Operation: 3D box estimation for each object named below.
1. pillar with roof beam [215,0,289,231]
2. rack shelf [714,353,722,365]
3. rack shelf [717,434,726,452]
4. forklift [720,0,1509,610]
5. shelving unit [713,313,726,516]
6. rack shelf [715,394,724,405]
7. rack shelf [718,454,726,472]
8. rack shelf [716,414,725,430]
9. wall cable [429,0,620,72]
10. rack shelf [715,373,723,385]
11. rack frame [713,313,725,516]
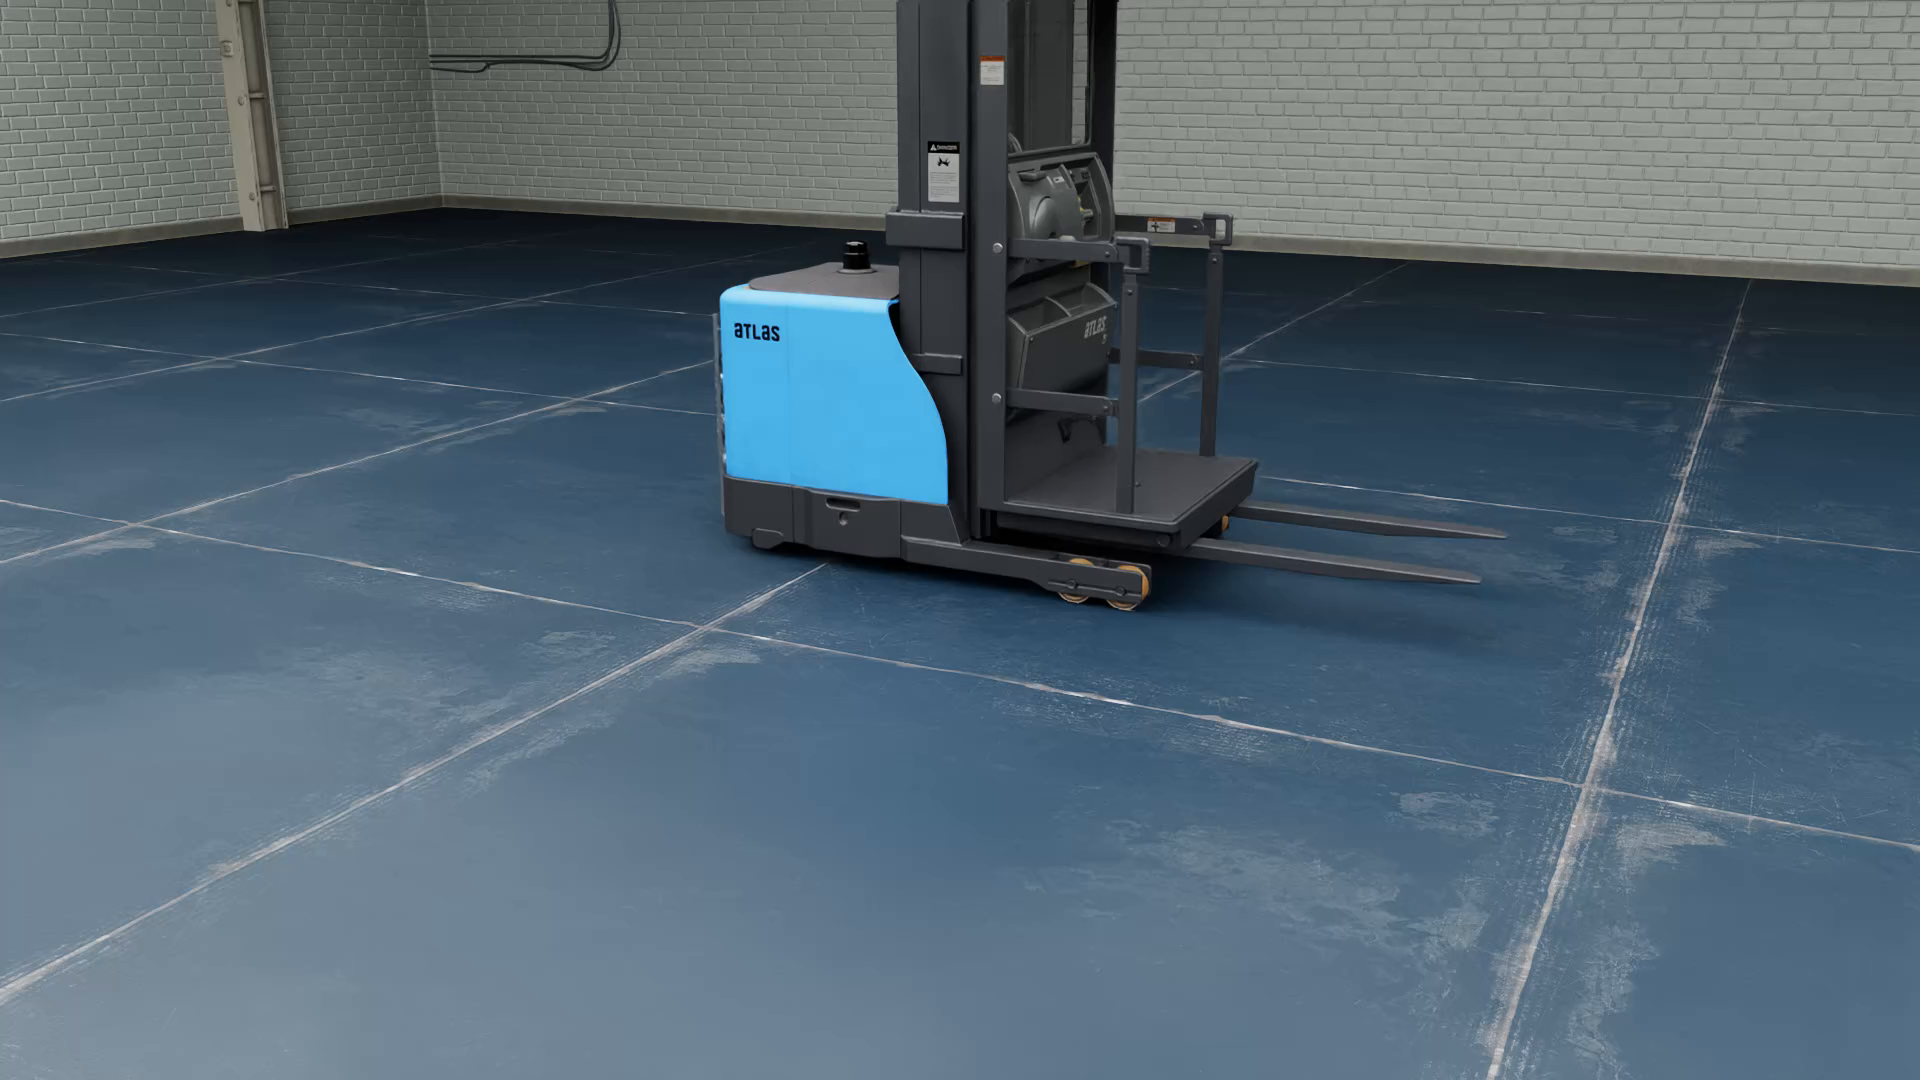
[{"bbox_3d":[-4.066,-7.312,15.837,9.100,9.000,0.400,8,18,25],"label":"pillar with roof beam"},{"bbox_3d":[-0.908,-0.780,7.239,0.258,0.077,0.200,7,18,23],"label":"rack shelf"},{"bbox_3d":[-0.908,-0.435,7.341,0.258,0.077,0.200,7,18,23],"label":"rack shelf"},{"bbox_3d":[0.579,-1.317,6.311,3.031,2.935,1.130,8,18,25],"label":"forklift"},{"bbox_3d":[-0.908,-0.553,7.306,0.258,0.900,0.210,7,18,23],"label":"shelving unit"},{"bbox_3d":[-0.908,-0.607,7.290,0.258,0.077,0.200,7,18,23],"label":"rack shelf"},{"bbox_3d":[-0.908,-0.349,7.367,0.258,0.077,0.200,7,18,23],"label":"rack shelf"},{"bbox_3d":[-0.908,-0.521,7.316,0.258,0.077,0.200,7,18,23],"label":"rack shelf"},{"bbox_3d":[-5.418,-6.953,20.083,3.097,2.526,0.112,8,18,25],"label":"wall cable"},{"bbox_3d":[-0.908,-0.694,7.264,0.258,0.077,0.200,7,18,23],"label":"rack shelf"},{"bbox_3d":[-0.950,-0.527,7.217,0.240,0.900,0.006,7,18,23],"label":"rack frame"}]
